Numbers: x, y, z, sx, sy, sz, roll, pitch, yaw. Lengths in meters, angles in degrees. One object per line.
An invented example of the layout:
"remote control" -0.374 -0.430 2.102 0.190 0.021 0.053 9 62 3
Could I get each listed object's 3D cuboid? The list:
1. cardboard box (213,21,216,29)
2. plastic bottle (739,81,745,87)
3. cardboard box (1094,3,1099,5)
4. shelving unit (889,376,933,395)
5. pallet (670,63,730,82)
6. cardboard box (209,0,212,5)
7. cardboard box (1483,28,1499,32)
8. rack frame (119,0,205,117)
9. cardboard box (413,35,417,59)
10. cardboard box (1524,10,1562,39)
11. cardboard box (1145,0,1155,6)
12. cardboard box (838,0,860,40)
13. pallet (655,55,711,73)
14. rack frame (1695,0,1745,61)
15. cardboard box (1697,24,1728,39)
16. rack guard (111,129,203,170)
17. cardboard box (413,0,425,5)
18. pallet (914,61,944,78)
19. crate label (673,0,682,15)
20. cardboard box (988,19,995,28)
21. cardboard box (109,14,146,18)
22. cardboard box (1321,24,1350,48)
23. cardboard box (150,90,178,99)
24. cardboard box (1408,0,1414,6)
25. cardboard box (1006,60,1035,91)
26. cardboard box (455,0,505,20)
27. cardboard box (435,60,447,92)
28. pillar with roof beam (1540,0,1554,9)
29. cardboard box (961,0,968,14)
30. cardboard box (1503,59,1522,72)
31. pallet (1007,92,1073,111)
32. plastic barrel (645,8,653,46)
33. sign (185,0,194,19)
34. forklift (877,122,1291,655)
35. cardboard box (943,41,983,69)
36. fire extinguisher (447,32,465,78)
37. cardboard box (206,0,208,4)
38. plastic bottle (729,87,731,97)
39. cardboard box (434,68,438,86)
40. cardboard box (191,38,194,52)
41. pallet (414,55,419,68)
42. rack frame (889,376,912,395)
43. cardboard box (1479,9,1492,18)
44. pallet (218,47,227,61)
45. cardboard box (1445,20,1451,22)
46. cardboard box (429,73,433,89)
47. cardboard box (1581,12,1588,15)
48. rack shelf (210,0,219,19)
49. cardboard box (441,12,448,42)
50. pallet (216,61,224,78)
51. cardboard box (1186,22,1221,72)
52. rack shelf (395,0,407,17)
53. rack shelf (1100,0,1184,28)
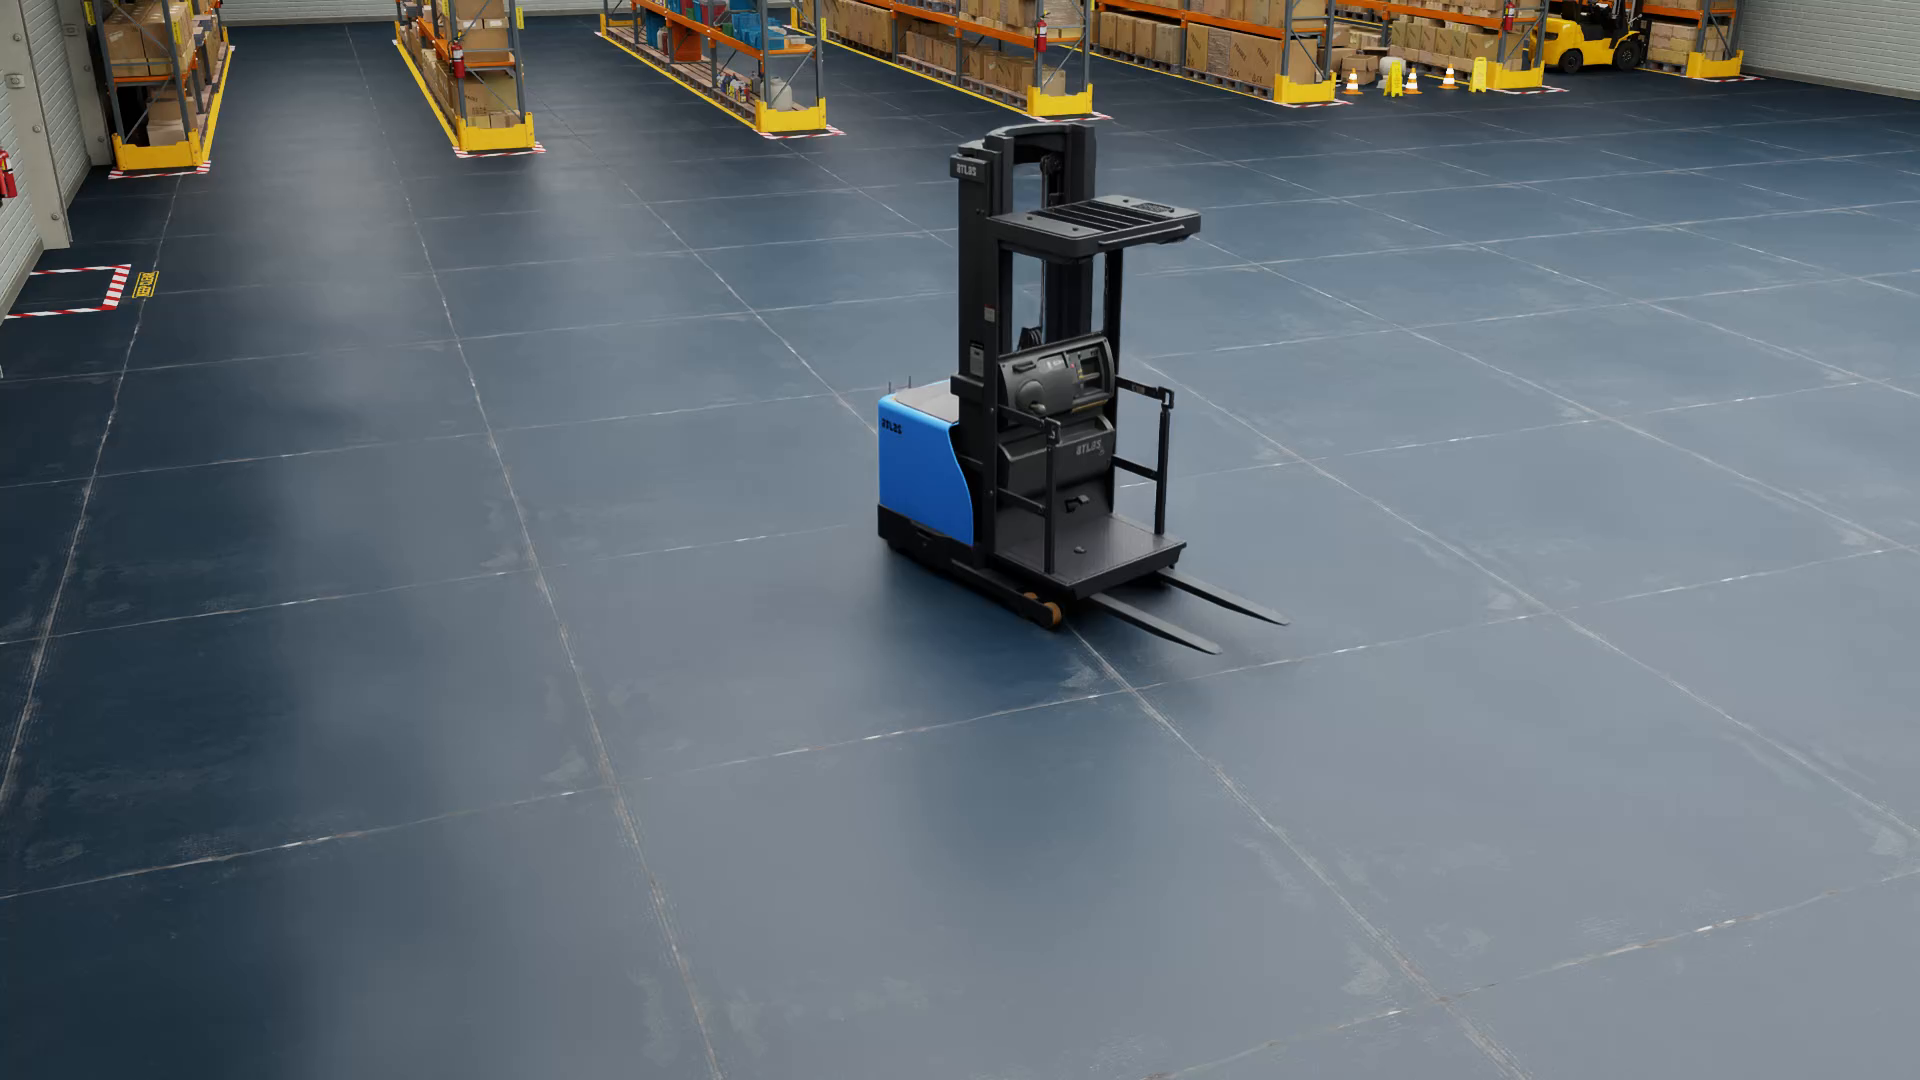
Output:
"cardboard box" -16.621 -11.347 36.653 0.380 0.149 0.250 -9 24 -20
"plastic bottle" -3.980 -8.238 30.374 0.152 0.276 0.135 -8 24 -19
"cardboard box" 3.314 -12.648 39.608 0.500 0.250 0.500 -8 24 -19
"shelving unit" -0.345 -0.624 11.878 0.215 1.050 0.252 -18 29 -37
"pallet" -5.399 -9.716 34.530 1.003 0.211 1.213 -8 24 -19
"cardboard box" -16.494 -11.719 35.307 0.980 0.700 0.700 -8 24 -18
"cardboard box" 10.870 -10.221 34.173 0.500 0.500 0.500 -9 25 -21
"rack frame" -13.492 -8.475 27.996 1.000 3.000 0.127 -8 24 -19
"cardboard box" -11.373 -10.530 35.522 0.500 0.500 0.500 -8 24 -18
"cardboard box" 13.862 -12.126 39.175 0.875 0.625 0.625 -9 24 -20
"cardboard box" 4.295 -11.724 35.575 0.500 0.500 0.500 -8 24 -18
"cardboard box" -2.171 -12.405 39.516 1.225 0.875 0.875 -8 24 -19
"pallet" -5.954 -10.283 35.877 1.003 0.211 1.213 -8 24 -19
"rack frame" 15.737 -11.103 34.230 1.000 3.000 0.127 -8 24 -19
"cardboard box" 15.744 -10.690 34.964 0.500 0.250 0.500 -9 24 -20
"rack guard" -12.105 -5.897 25.098 1.175 0.500 0.348 -8 24 -19
"cardboard box" -10.600 -11.062 33.465 0.700 0.500 0.500 -18 29 -36
"pallet" -0.301 -9.956 35.099 1.003 0.211 1.213 -8 24 -19
"crate label" -5.538 -10.906 33.718 0.502 0.435 0.616 -8 24 -19
"cardboard box" 0.747 -9.736 31.310 0.380 0.149 0.250 -8 24 -19
"cardboard box" -12.799 -7.821 25.646 0.500 0.500 0.500 -9 24 -20
"cardboard box" 8.027 -10.816 35.792 0.500 0.500 0.500 -8 24 -19
"cardboard box" -13.088 -7.154 27.514 0.500 0.500 0.500 -10 25 -23
"cardboard box" 9.753 -11.422 35.312 0.380 0.149 0.250 -8 24 -19
"cardboard box" 1.172 -8.774 31.382 0.500 0.500 0.500 -6 24 -14
"cardboard box" -7.617 -8.537 26.344 0.700 0.500 0.500 -8 24 -19
"cardboard box" -8.988 -8.217 29.417 0.500 0.500 0.500 -8 24 -19
"pillar with roof beam" 10.187 -15.833 37.729 9.100 9.000 0.400 -8 24 -19
"cardboard box" 0.511 -10.525 32.348 0.875 0.500 0.500 -8 24 -19
"cardboard box" 11.068 -9.678 33.849 0.500 0.250 0.500 -9 24 -19
"pallet" 1.543 -8.103 30.704 1.003 0.211 1.213 -8 24 -19
"plastic barrel" -6.873 -11.768 37.969 0.600 0.901 0.708 -8 24 -19
"sign" -12.987 -8.951 28.011 0.100 0.325 0.005 -8 24 -19
"forklift" 0.760 -1.017 10.388 1.130 2.935 3.031 -18 29 -37
"cardboard box" 0.063 -9.967 34.187 0.700 0.500 0.500 -8 24 -19
"fire extinguisher" -7.838 -7.560 25.925 0.296 0.674 0.183 -8 24 -19
"cardboard box" -15.729 -11.257 34.059 0.500 0.500 0.500 -8 24 -19
"plastic bottle" -4.182 -8.223 30.433 0.097 0.201 0.097 0 23 0
"cardboard box" -9.270 -8.449 30.211 0.500 0.311 0.500 -8 24 -19
"cardboard box" -12.872 -8.102 27.279 0.500 0.250 0.500 -8 24 -19
"pallet" -11.362 -10.487 36.361 1.003 0.211 1.213 -8 24 -19
"rack frame" -0.424 -0.660 11.964 0.200 1.050 0.008 -18 29 -37
"cardboard box" 10.569 -10.488 33.095 0.380 0.149 0.250 -9 24 -20
"pallet" -16.948 -10.828 37.168 1.003 0.211 1.213 -8 24 -19
"cardboard box" 12.560 -13.175 41.825 0.500 0.500 0.500 -8 24 -17
"cardboard box" -9.813 -8.748 31.644 0.500 0.250 0.500 -8 24 -18
"cardboard box" 14.201 -11.724 37.417 0.500 0.250 0.500 -9 24 -20
"rack shelf" -17.024 -11.777 36.756 1.077 0.370 4.000 -8 24 -19
"cardboard box" -8.696 -9.042 29.212 0.700 0.500 0.500 -9 24 -20
"pallet" -15.975 -9.827 34.793 1.003 0.211 1.213 -8 24 -19
"cardboard box" 5.243 -10.134 34.127 0.875 0.875 0.875 -8 24 -18
"rack shelf" -12.391 -12.458 38.372 1.077 0.370 4.000 -8 24 -19
"rack shelf" 4.380 -11.553 36.224 1.077 0.370 4.000 -8 24 -19
